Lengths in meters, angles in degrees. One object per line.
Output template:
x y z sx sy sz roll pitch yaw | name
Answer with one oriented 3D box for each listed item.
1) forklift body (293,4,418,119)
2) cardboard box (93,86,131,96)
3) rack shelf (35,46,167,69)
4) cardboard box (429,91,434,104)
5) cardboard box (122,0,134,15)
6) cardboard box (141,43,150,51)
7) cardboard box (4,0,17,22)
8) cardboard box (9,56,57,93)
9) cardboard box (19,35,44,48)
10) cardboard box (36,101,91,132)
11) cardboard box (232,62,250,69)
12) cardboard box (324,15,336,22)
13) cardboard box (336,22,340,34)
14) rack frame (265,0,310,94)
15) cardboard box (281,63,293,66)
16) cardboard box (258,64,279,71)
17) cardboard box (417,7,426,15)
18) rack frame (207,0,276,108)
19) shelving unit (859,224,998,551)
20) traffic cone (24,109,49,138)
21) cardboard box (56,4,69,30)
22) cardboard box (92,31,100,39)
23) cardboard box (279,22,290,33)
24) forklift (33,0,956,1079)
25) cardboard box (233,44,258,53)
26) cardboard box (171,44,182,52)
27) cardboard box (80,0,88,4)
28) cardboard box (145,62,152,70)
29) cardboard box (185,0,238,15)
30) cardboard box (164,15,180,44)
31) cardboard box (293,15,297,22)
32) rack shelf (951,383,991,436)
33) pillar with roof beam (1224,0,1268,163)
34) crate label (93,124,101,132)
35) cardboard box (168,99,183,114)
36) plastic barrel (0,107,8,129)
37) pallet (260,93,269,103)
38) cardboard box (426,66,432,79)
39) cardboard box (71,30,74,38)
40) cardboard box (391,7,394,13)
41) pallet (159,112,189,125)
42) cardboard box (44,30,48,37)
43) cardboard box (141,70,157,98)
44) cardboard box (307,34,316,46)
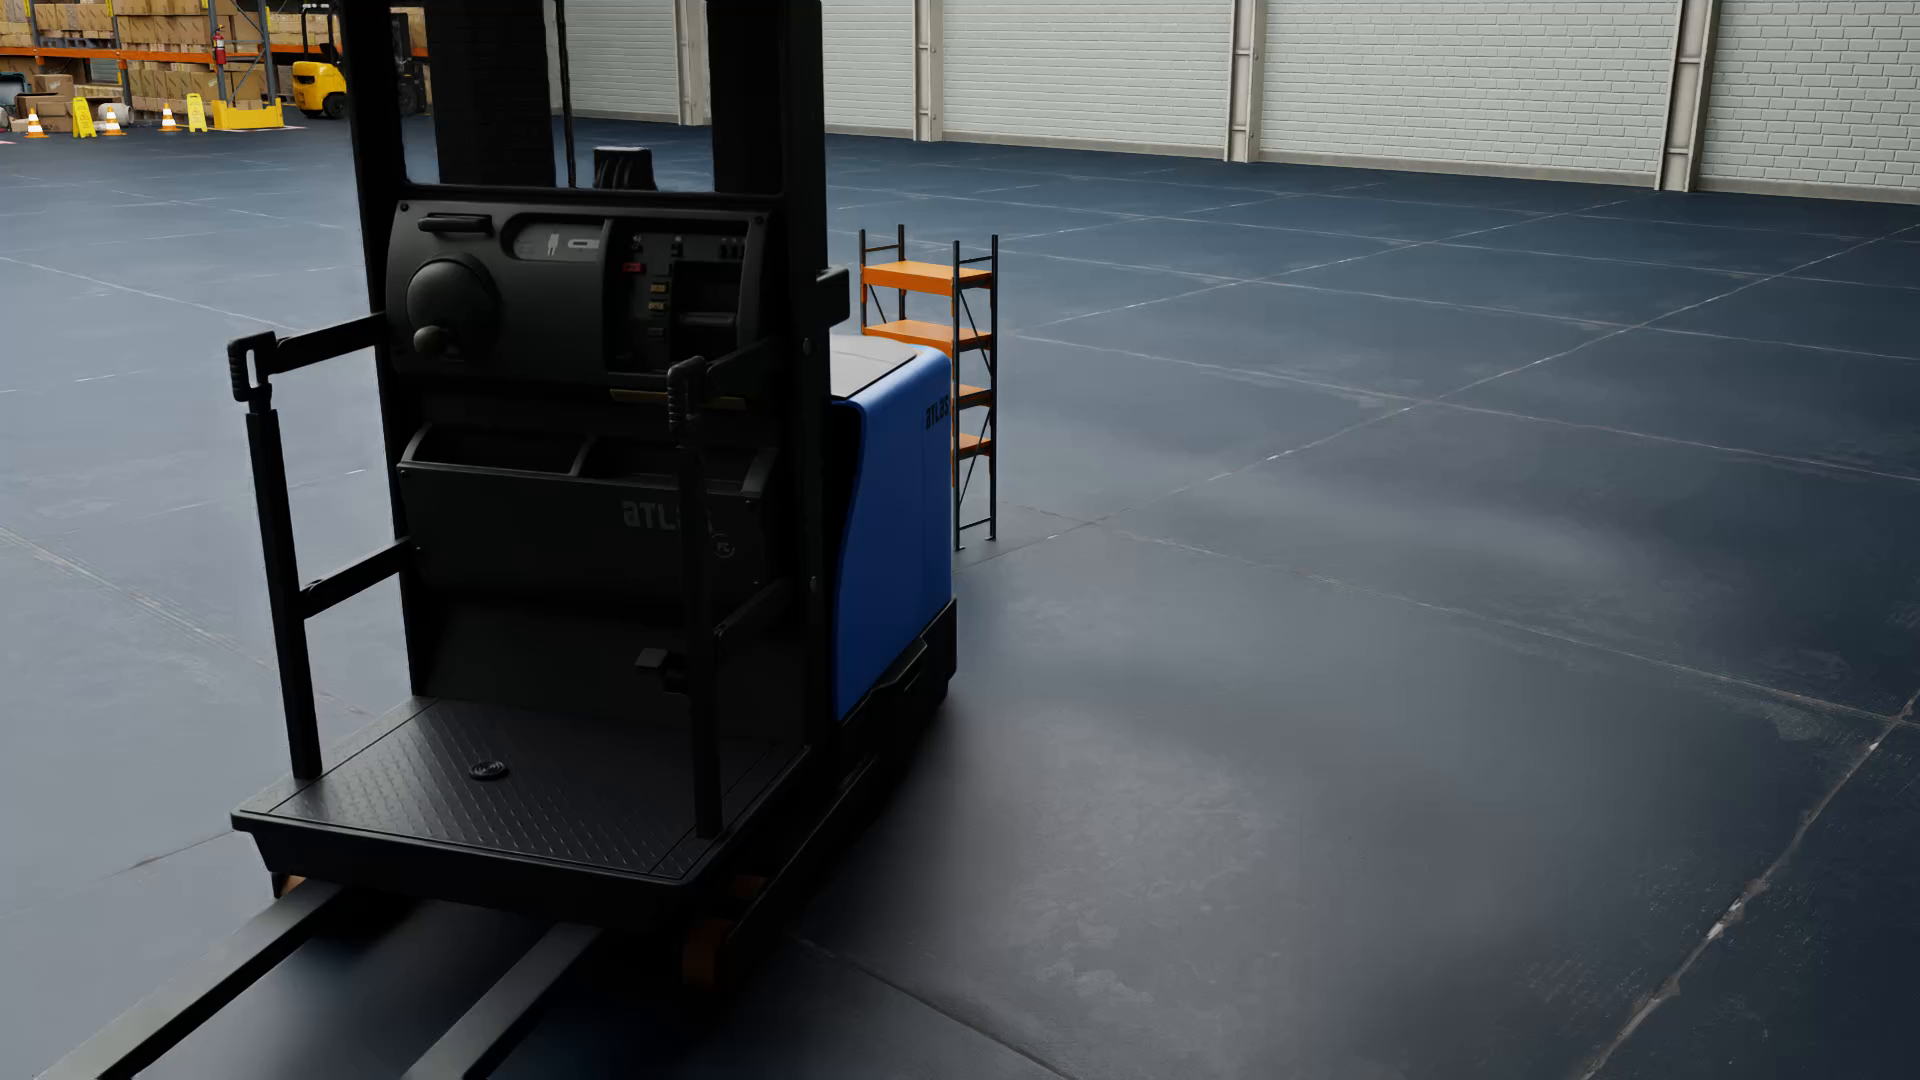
-12.201 -9.606 33.323 1.214 2.155 2.313 15 23 39 | forklift body
-16.790 -8.917 33.401 0.950 0.372 0.625 -17 24 -42 | cardboard box
-17.352 -9.780 33.659 4.000 0.370 1.077 15 23 39 | rack shelf
-10.499 -9.057 34.041 0.500 0.250 0.500 15 23 39 | cardboard box
-15.303 -10.143 31.302 0.500 0.500 0.700 15 23 40 | cardboard box
-15.229 -9.323 31.445 0.250 0.149 0.380 16 24 41 | cardboard box
-19.797 -11.195 35.109 0.500 0.500 0.500 16 23 40 | cardboard box
-19.973 -10.050 36.137 0.875 0.875 0.875 15 23 40 | cardboard box
-19.398 -10.496 34.973 0.500 0.250 0.500 14 22 37 | cardboard box
-15.858 -7.508 29.438 0.637 0.503 0.797 0 18 2 | cardboard box
-17.066 -11.281 39.564 0.250 0.149 0.380 14 22 37 | cardboard box
-13.605 -11.352 36.185 0.250 0.149 0.380 14 22 38 | cardboard box
-13.101 -11.053 35.901 0.500 0.250 0.500 14 23 38 | cardboard box
-15.556 -11.648 38.357 0.127 3.000 1.000 15 23 39 | rack frame
-15.739 -11.142 39.125 0.250 0.149 0.380 17 24 42 | cardboard box
-16.093 -11.008 38.705 0.250 0.149 0.380 14 22 37 | cardboard box
-10.804 -10.748 33.790 0.250 0.149 0.380 16 23 41 | cardboard box
-12.864 -8.918 29.754 0.127 3.000 1.000 15 23 39 | rack frame
-0.124 -0.605 6.535 0.503 1.200 0.258 15 23 39 | shelving unit
-15.529 -6.997 27.894 0.334 0.463 0.336 15 23 39 | traffic cone
-17.869 -10.563 33.586 0.500 0.500 0.500 16 23 40 | cardboard box
-16.826 -9.943 32.705 0.250 0.149 0.380 15 23 38 | cardboard box
-15.012 -11.570 37.531 0.500 0.250 0.500 16 24 41 | cardboard box
-0.923 -0.558 3.526 1.130 2.935 3.031 5 18 16 | forklift
-12.981 -8.914 30.155 0.250 0.149 0.380 15 23 39 | cardboard box
-14.289 -9.066 30.636 0.250 0.149 0.380 15 23 39 | cardboard box
-17.096 -10.647 32.778 0.250 0.149 0.380 14 22 37 | cardboard box
-15.155 -8.957 31.414 0.250 0.149 0.380 16 24 41 | cardboard box
-13.391 -9.638 29.710 0.500 0.500 0.700 14 23 38 | cardboard box
-14.196 -9.357 30.480 0.500 0.500 0.500 15 23 39 | cardboard box
-14.691 -11.682 37.225 0.250 0.149 0.380 15 23 40 | cardboard box
-0.124 -0.541 6.555 0.480 0.148 0.258 15 23 39 | rack shelf
1.111 -8.657 19.014 0.400 9.000 9.100 15 23 39 | pillar with roof beam
-15.154 -7.173 28.986 0.298 0.136 0.250 4 18 11 | crate label
-14.425 -8.119 31.087 0.500 0.250 0.500 14 22 37 | cardboard box
-17.199 -7.473 29.458 0.512 0.421 0.421 -3 18 -8 | plastic barrel
-16.089 -10.478 39.278 1.213 0.211 1.003 15 23 39 | pallet
-10.509 -9.531 33.884 0.500 0.250 0.500 16 23 40 | cardboard box
-17.703 -10.229 33.607 0.250 0.149 0.380 16 24 41 | cardboard box
-11.734 -11.011 34.617 0.250 0.149 0.380 15 23 38 | cardboard box
-14.413 -8.021 31.535 1.213 0.211 1.003 15 23 39 | pallet
-18.728 -10.498 34.452 0.250 0.149 0.380 13 22 36 | cardboard box
-15.186 -8.684 31.628 0.500 0.500 0.500 16 24 41 | cardboard box
-14.236 -11.124 36.952 0.500 0.250 0.500 16 24 41 | cardboard box
